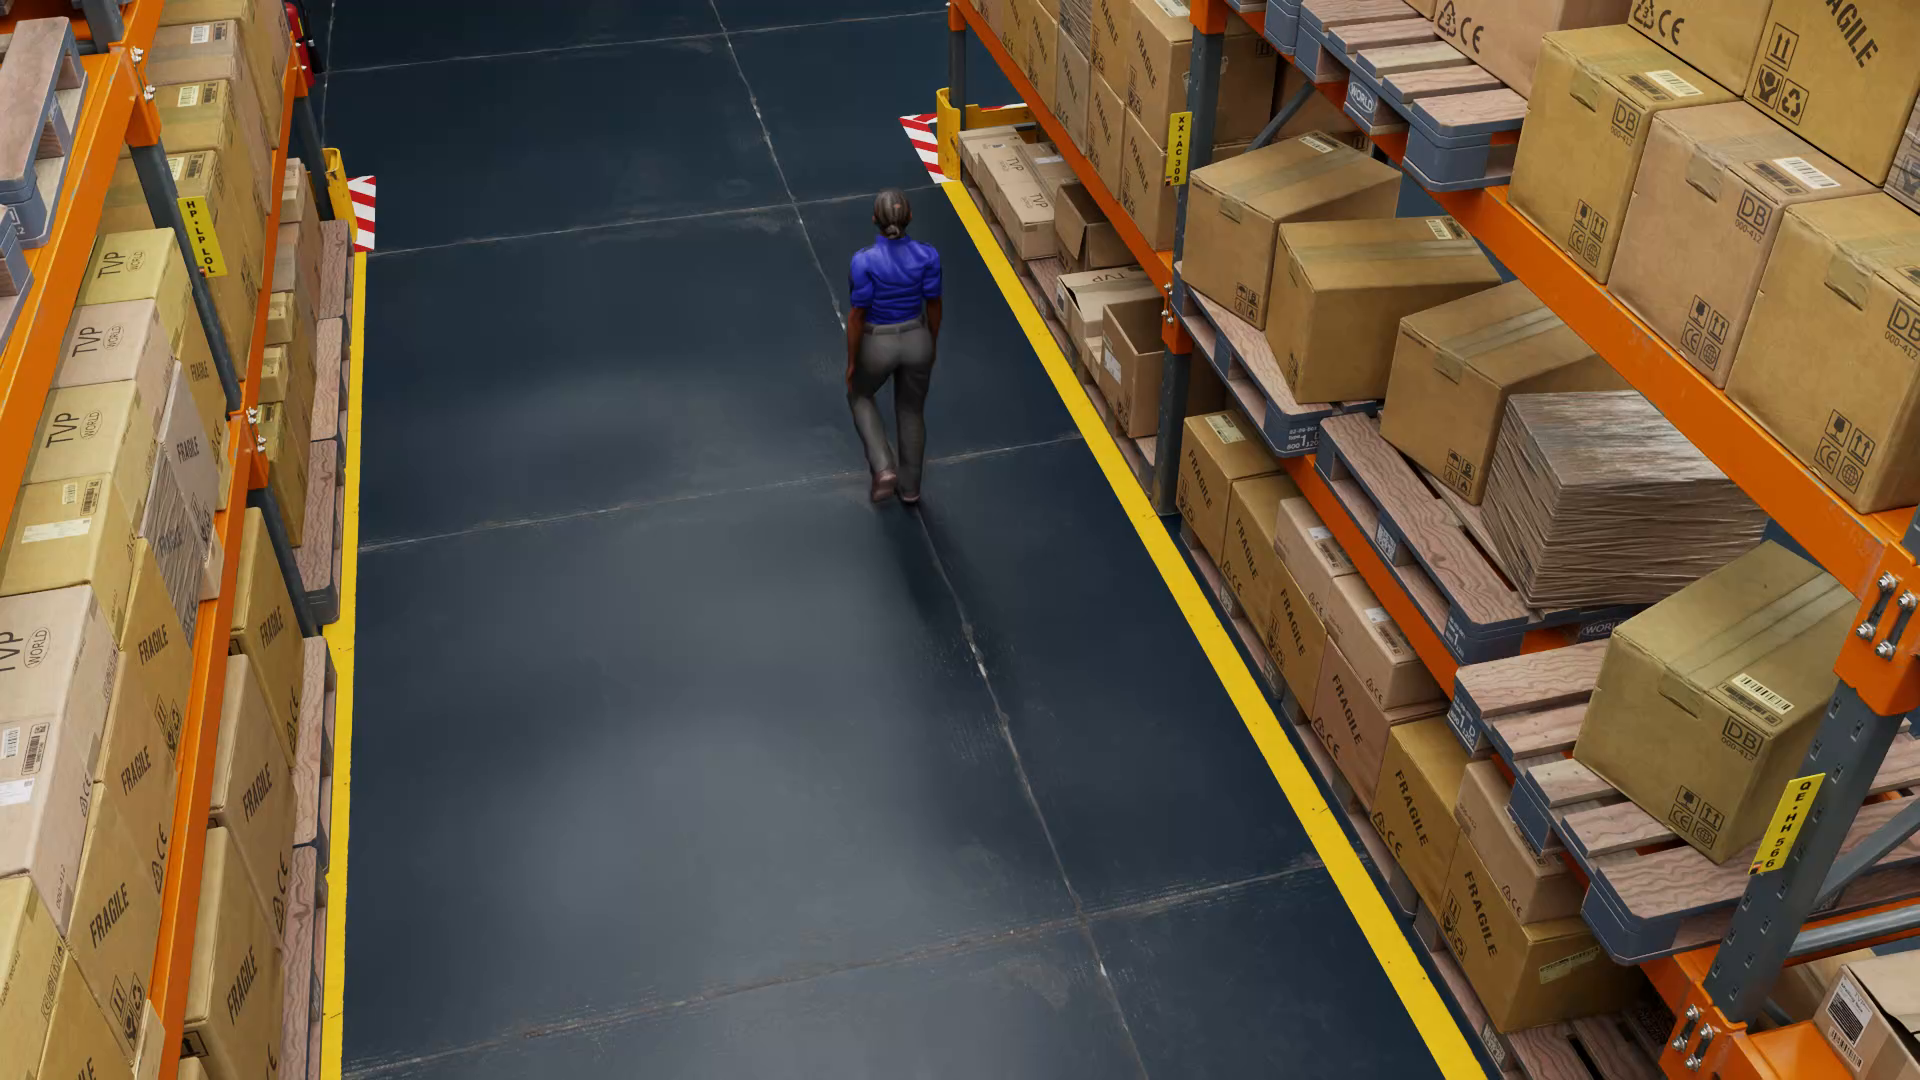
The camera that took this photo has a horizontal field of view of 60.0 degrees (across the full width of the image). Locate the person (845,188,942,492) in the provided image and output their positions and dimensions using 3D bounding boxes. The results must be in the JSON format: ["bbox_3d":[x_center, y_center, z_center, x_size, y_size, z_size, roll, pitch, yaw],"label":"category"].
[{"bbox_3d":[-0.324,-0.936,7.797,0.486,1.579,0.409,-9,39,-11],"label":"person"}]
